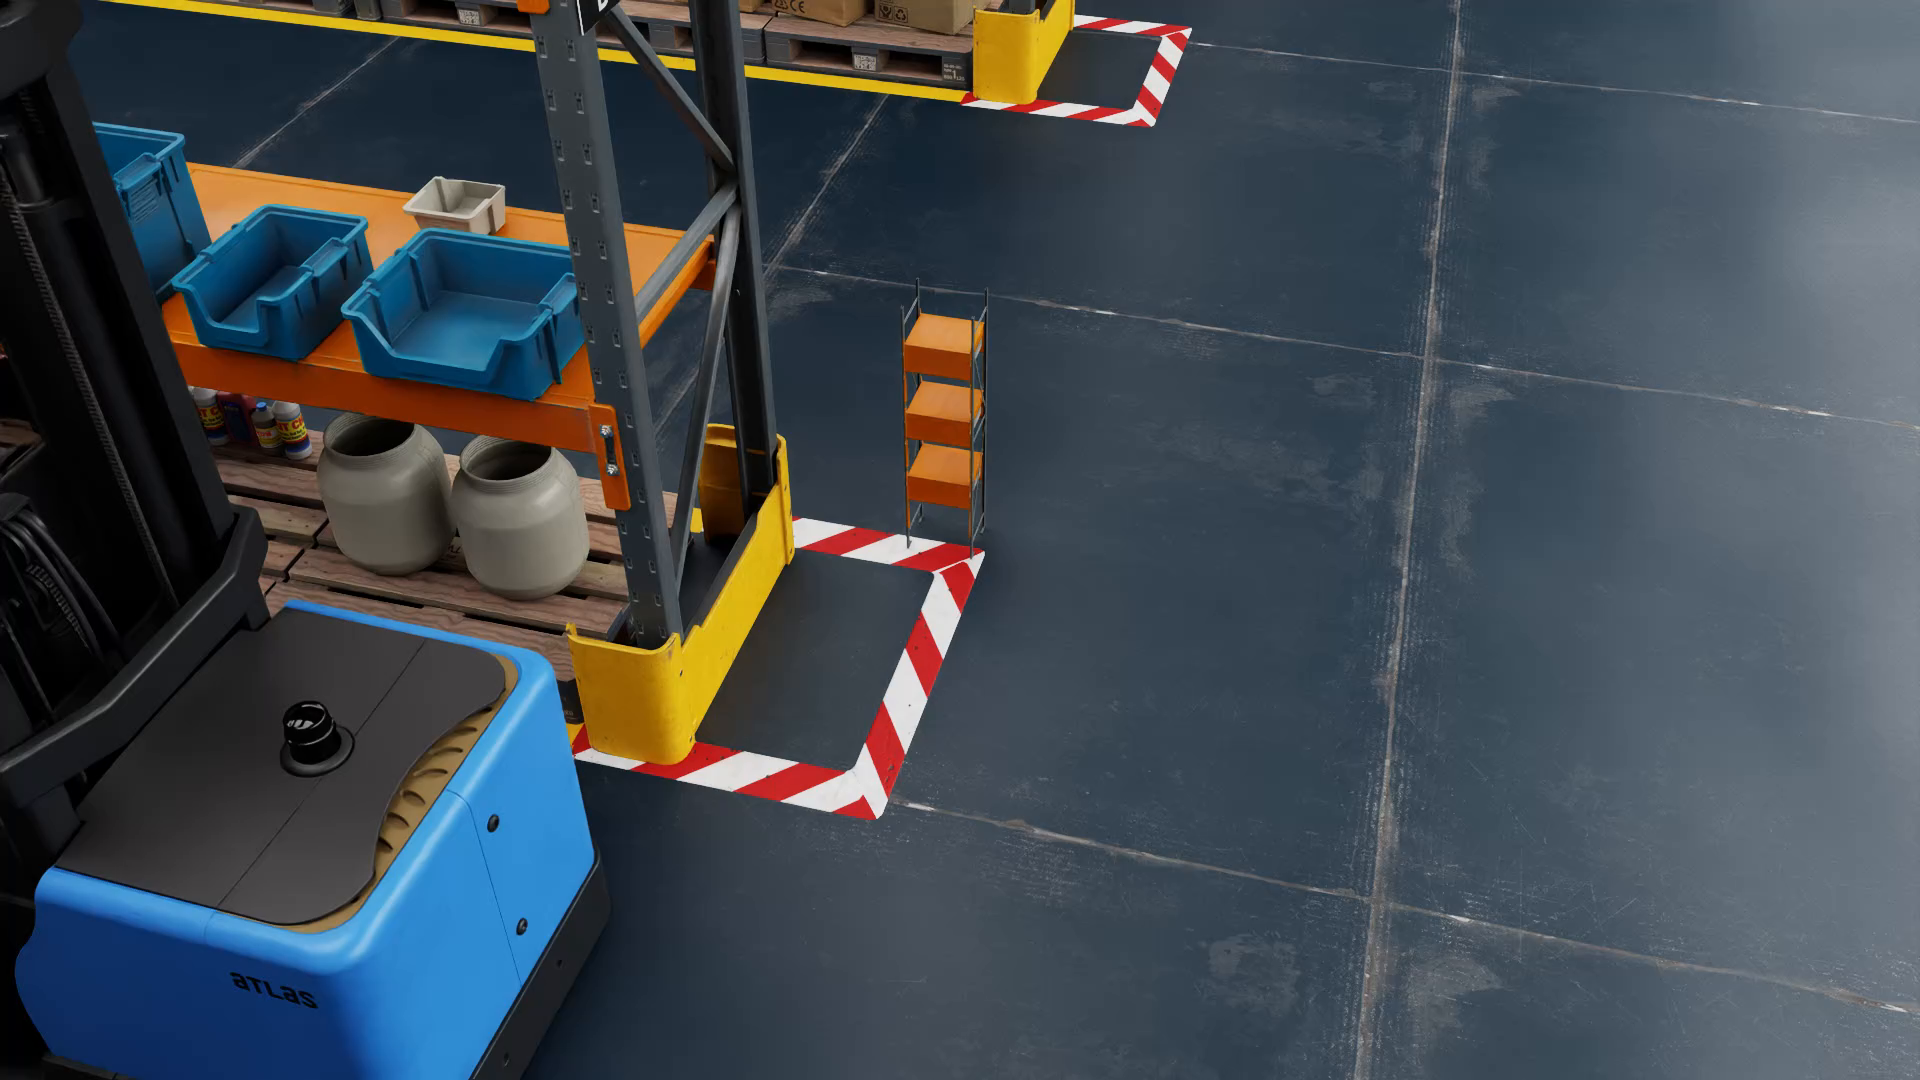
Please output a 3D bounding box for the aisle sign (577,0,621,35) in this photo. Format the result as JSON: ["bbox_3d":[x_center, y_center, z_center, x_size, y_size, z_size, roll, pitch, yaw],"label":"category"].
[{"bbox_3d":[-0.840,-1.617,3.821,0.004,0.787,0.394,10,41,11],"label":"aisle sign"}]

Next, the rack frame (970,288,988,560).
[{"bbox_3d":[0.066,-0.391,5.899,0.008,1.050,0.200,10,41,11],"label":"rack frame"}]

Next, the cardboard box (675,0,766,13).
[{"bbox_3d":[-1.338,-3.406,9.591,0.500,0.500,0.500,13,42,15],"label":"cardboard box"}]

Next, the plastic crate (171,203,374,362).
[{"bbox_3d":[-2.019,-0.769,4.949,0.408,0.251,0.499,10,41,11],"label":"plastic crate"}]

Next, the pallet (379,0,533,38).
[{"bbox_3d":[-2.759,-3.402,10.137,1.213,0.211,1.003,10,41,11],"label":"pallet"}]

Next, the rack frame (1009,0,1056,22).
[{"bbox_3d":[0.448,-3.895,8.555,0.127,3.000,1.000,10,41,11],"label":"rack frame"}]

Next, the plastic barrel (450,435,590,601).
[{"bbox_3d":[-1.488,-0.088,5.630,0.421,0.512,0.421,0,40,0],"label":"plastic barrel"}]

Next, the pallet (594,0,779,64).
[{"bbox_3d":[-1.576,-3.201,9.897,1.213,0.211,1.003,10,41,11],"label":"pallet"}]

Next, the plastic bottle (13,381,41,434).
[{"bbox_3d":[-3.504,-0.529,6.318,0.133,0.283,0.061,10,41,11],"label":"plastic bottle"}]

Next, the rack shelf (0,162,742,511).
[{"bbox_3d":[-2.765,-0.875,5.518,4.000,0.370,1.077,10,41,11],"label":"rack shelf"}]

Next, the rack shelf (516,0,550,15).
[{"bbox_3d":[-2.765,-2.023,4.554,4.000,0.370,1.077,10,41,11],"label":"rack shelf"}]

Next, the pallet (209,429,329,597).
[{"bbox_3d":[-2.877,-0.076,6.176,1.213,0.211,1.003,10,41,11],"label":"pallet"}]

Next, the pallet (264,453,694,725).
[{"bbox_3d":[-1.702,0.128,5.933,1.213,0.211,1.003,10,41,11],"label":"pallet"}]

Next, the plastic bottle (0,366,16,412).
[{"bbox_3d":[-3.815,-0.677,6.441,0.185,0.351,0.144,8,41,9],"label":"plastic bottle"}]

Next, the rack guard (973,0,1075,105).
[{"bbox_3d":[0.374,-2.950,9.374,0.348,0.500,1.175,10,41,11],"label":"rack guard"}]

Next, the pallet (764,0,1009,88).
[{"bbox_3d":[-0.402,-2.997,9.654,1.213,0.211,1.003,10,41,11],"label":"pallet"}]

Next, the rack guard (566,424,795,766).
[{"bbox_3d":[-0.918,0.156,5.675,0.348,0.500,1.175,10,41,11],"label":"rack guard"}]

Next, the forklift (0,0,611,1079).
[{"bbox_3d":[-2.593,0.022,3.945,3.031,2.935,1.130,11,41,12],"label":"forklift"}]

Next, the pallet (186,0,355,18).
[{"bbox_3d":[-4.169,-3.620,10.397,1.213,0.211,1.003,10,41,11],"label":"pallet"}]

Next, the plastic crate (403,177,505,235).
[{"bbox_3d":[-1.614,-1.065,5.391,0.250,0.136,0.298,10,41,11],"label":"plastic crate"}]

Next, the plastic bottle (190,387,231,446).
[{"bbox_3d":[-2.835,-0.493,6.284,0.097,0.271,0.097,0,40,0],"label":"plastic bottle"}]

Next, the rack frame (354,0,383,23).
[{"bbox_3d":[-3.417,-4.560,9.347,0.127,3.000,1.000,10,41,11],"label":"rack frame"}]

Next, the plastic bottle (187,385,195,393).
[{"bbox_3d":[-2.931,-0.510,6.304,0.097,0.271,0.097,0,40,0],"label":"plastic bottle"}]

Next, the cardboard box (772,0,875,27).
[{"bbox_3d":[-0.738,-3.291,9.453,0.500,0.500,0.500,20,44,23],"label":"cardboard box"}]

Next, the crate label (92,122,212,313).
[{"bbox_3d":[-2.681,-0.969,5.044,0.616,0.435,0.502,10,41,11],"label":"crate label"}]

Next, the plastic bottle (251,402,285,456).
[{"bbox_3d":[-2.604,-0.427,6.259,0.097,0.201,0.097,0,40,0],"label":"plastic bottle"}]

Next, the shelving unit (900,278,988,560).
[{"bbox_3d":[-0.052,-0.411,5.923,0.252,1.050,0.215,10,41,11],"label":"shelving unit"}]

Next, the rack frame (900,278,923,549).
[{"bbox_3d":[-0.169,-0.432,5.947,0.008,1.050,0.200,10,41,11],"label":"rack frame"}]

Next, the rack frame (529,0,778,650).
[{"bbox_3d":[-0.833,-0.818,4.891,0.127,3.000,1.000,10,41,11],"label":"rack frame"}]

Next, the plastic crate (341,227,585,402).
[{"bbox_3d":[-1.394,-0.658,4.817,0.616,0.251,0.499,10,41,11],"label":"plastic crate"}]

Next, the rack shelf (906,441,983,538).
[{"bbox_3d":[-0.052,-0.190,6.109,0.240,0.259,0.215,10,41,11],"label":"rack shelf"}]

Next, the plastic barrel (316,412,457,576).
[{"bbox_3d":[-1.972,-0.171,5.729,0.421,0.512,0.421,0,40,0],"label":"plastic barrel"}]

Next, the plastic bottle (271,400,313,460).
[{"bbox_3d":[-2.504,-0.436,6.216,0.097,0.271,0.097,0,40,0],"label":"plastic bottle"}]

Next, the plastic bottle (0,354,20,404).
[{"bbox_3d":[-3.647,-0.650,6.461,0.133,0.283,0.061,12,42,14],"label":"plastic bottle"}]

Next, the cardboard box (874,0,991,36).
[{"bbox_3d":[-0.151,-3.212,9.360,0.500,0.500,0.500,17,43,19],"label":"cardboard box"}]

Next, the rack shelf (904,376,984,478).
[{"bbox_3d":[-0.052,-0.403,5.930,0.240,0.259,0.215,10,41,11],"label":"rack shelf"}]

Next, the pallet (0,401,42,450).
[{"bbox_3d":[-4.059,-0.277,6.416,1.213,0.211,1.003,10,41,11],"label":"pallet"}]

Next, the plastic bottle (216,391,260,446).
[{"bbox_3d":[-2.718,-0.490,6.271,0.133,0.283,0.061,10,41,12],"label":"plastic bottle"}]

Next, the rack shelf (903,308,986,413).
[{"bbox_3d":[-0.052,-0.621,5.748,0.240,0.259,0.215,10,41,11],"label":"rack shelf"}]

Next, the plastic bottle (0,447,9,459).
[{"bbox_3d":[-3.417,-0.210,5.944,0.135,0.276,0.152,10,41,11],"label":"plastic bottle"}]
